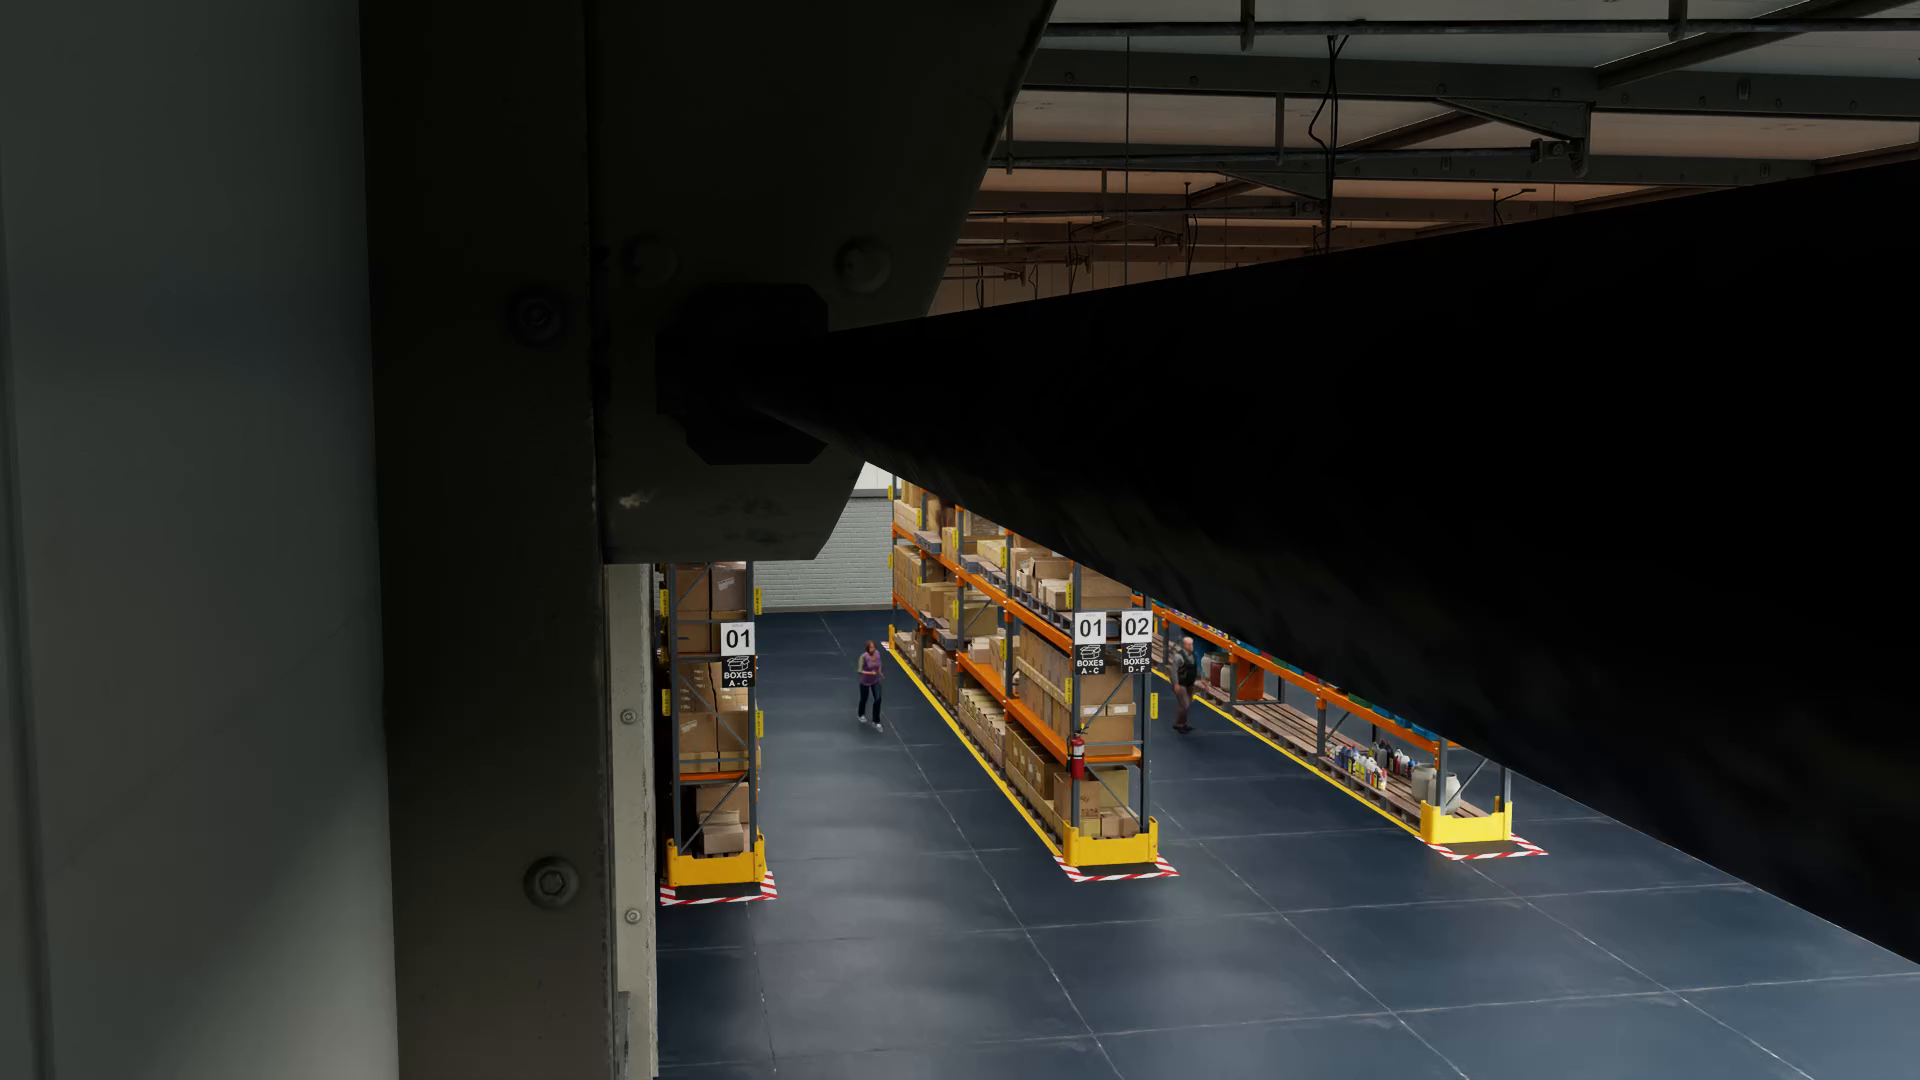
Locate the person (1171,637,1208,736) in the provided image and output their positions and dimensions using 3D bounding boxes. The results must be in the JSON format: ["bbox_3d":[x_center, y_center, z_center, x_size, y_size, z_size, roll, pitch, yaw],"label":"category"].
[{"bbox_3d":[3.805,2.457,28.173,0.629,1.696,0.620,-6,9,-43],"label":"person"}]

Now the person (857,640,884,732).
[{"bbox_3d":[-1.550,2.467,28.585,0.535,1.568,0.904,-2,7,-20],"label":"person"}]
